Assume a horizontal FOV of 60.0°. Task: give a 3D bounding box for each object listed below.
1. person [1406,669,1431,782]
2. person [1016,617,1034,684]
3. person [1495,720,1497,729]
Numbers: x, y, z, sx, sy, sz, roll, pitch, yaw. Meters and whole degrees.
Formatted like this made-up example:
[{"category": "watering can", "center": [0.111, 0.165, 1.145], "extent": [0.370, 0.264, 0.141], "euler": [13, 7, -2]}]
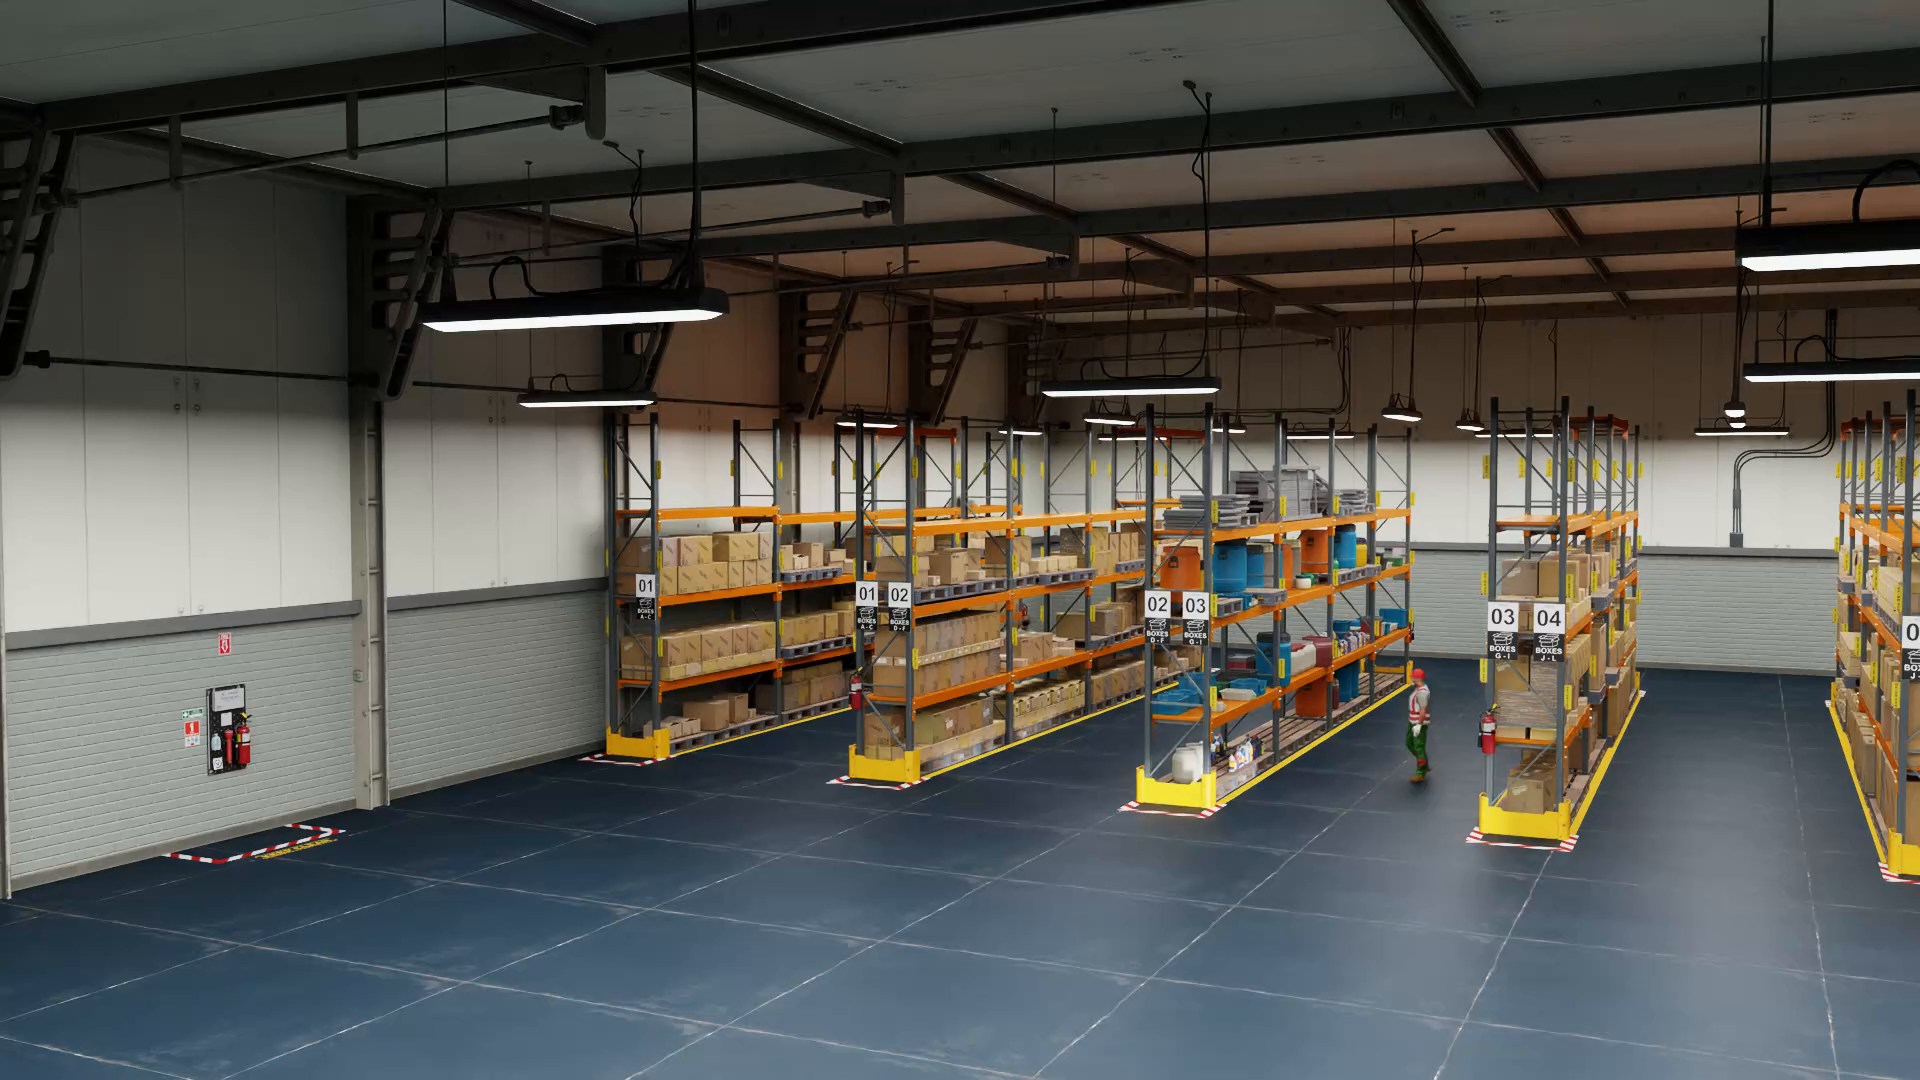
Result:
[{"category": "person", "center": [7.418, 2.972, 26.832], "extent": [0.441, 1.791, 0.631], "euler": [0, 2, 2]}, {"category": "person", "center": [1.533, 2.569, 37.960], "extent": [0.494, 1.642, 0.449], "euler": [-1, 3, -26]}, {"category": "person", "center": [10.442, 2.769, 32.294], "extent": [0.407, 1.795, 0.573], "euler": [0, 2, -2]}]
